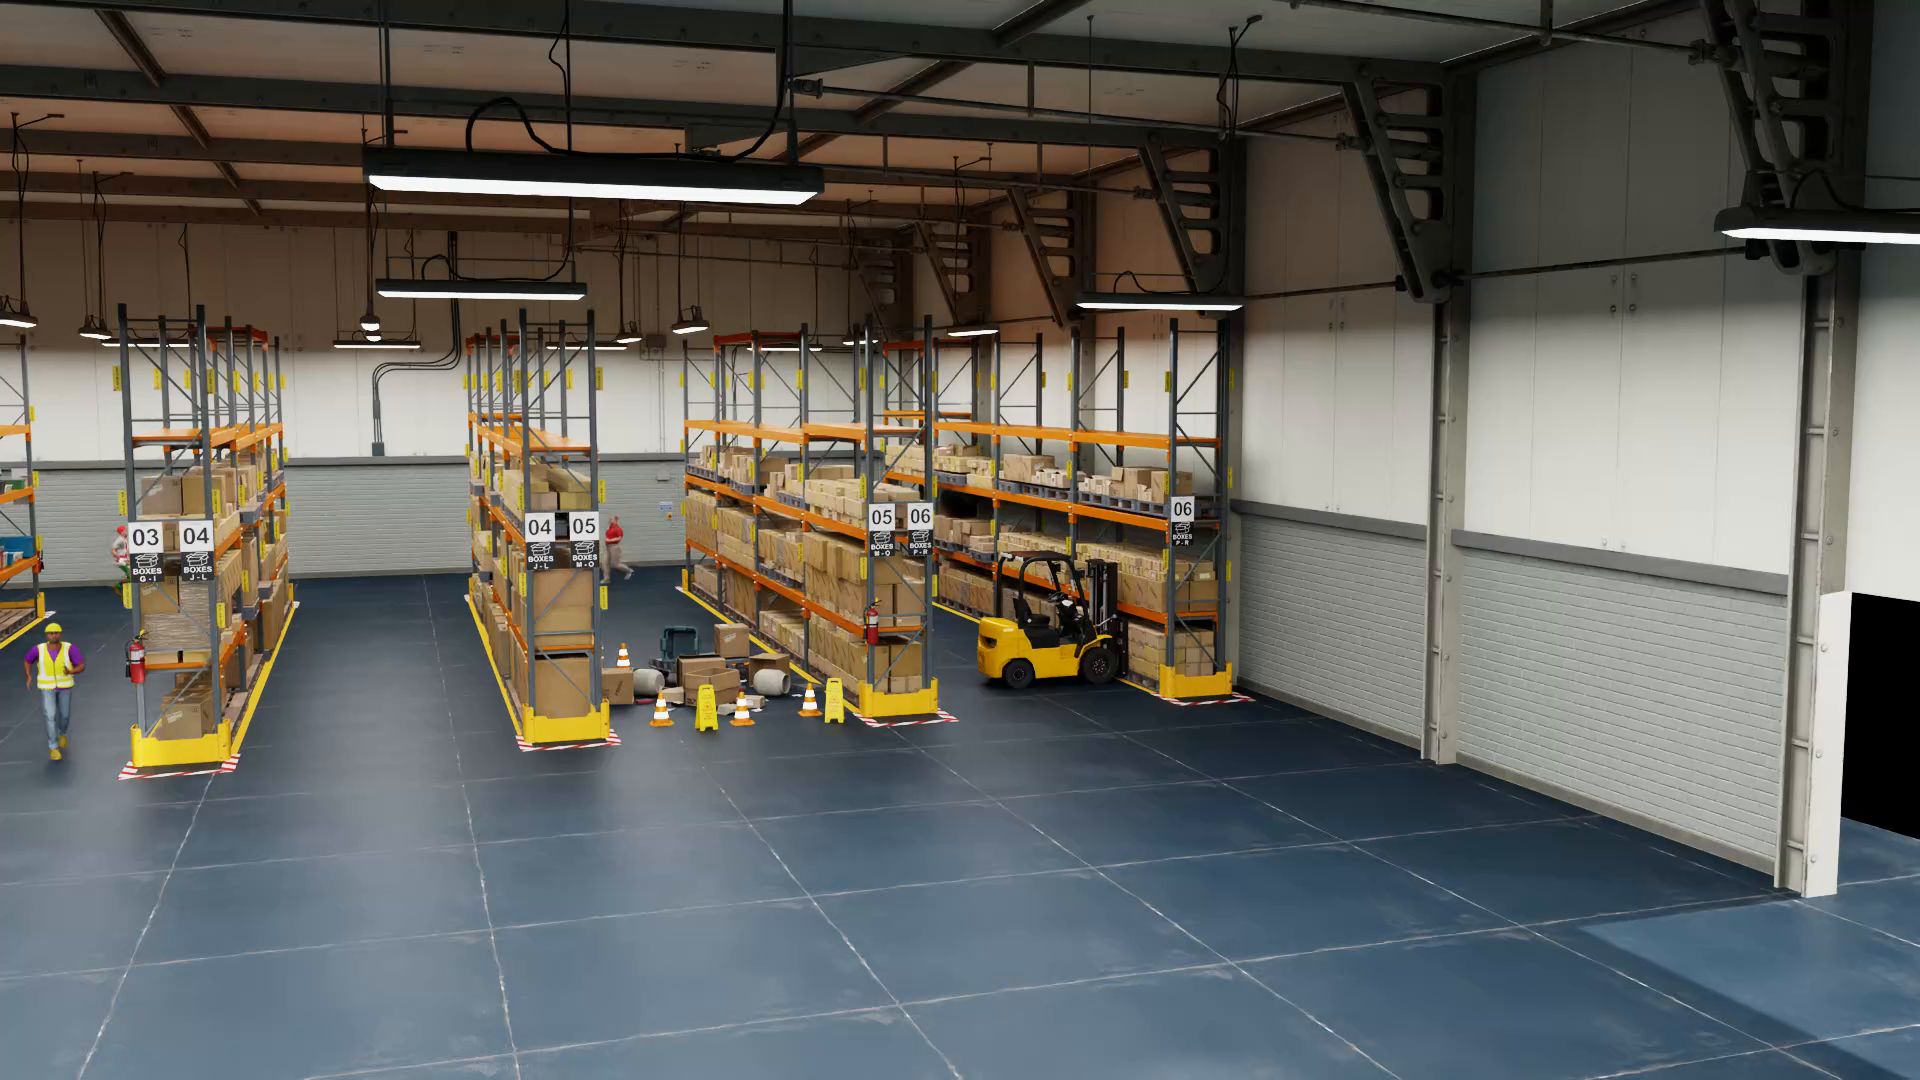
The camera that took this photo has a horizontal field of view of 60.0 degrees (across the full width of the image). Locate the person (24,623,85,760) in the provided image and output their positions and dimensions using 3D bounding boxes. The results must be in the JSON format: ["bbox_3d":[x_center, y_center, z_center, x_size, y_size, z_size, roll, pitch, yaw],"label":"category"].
[{"bbox_3d":[-12.094,1.985,22.246,0.705,1.765,0.938,-3,6,-32],"label":"person"}]

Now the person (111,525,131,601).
[{"bbox_3d":[-19.058,0.531,38.024,0.592,1.738,0.656,-1,6,-10],"label":"person"}]

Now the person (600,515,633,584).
[{"bbox_3d":[-8.595,0.235,41.327,0.886,1.694,0.676,-4,7,-37],"label":"person"}]
